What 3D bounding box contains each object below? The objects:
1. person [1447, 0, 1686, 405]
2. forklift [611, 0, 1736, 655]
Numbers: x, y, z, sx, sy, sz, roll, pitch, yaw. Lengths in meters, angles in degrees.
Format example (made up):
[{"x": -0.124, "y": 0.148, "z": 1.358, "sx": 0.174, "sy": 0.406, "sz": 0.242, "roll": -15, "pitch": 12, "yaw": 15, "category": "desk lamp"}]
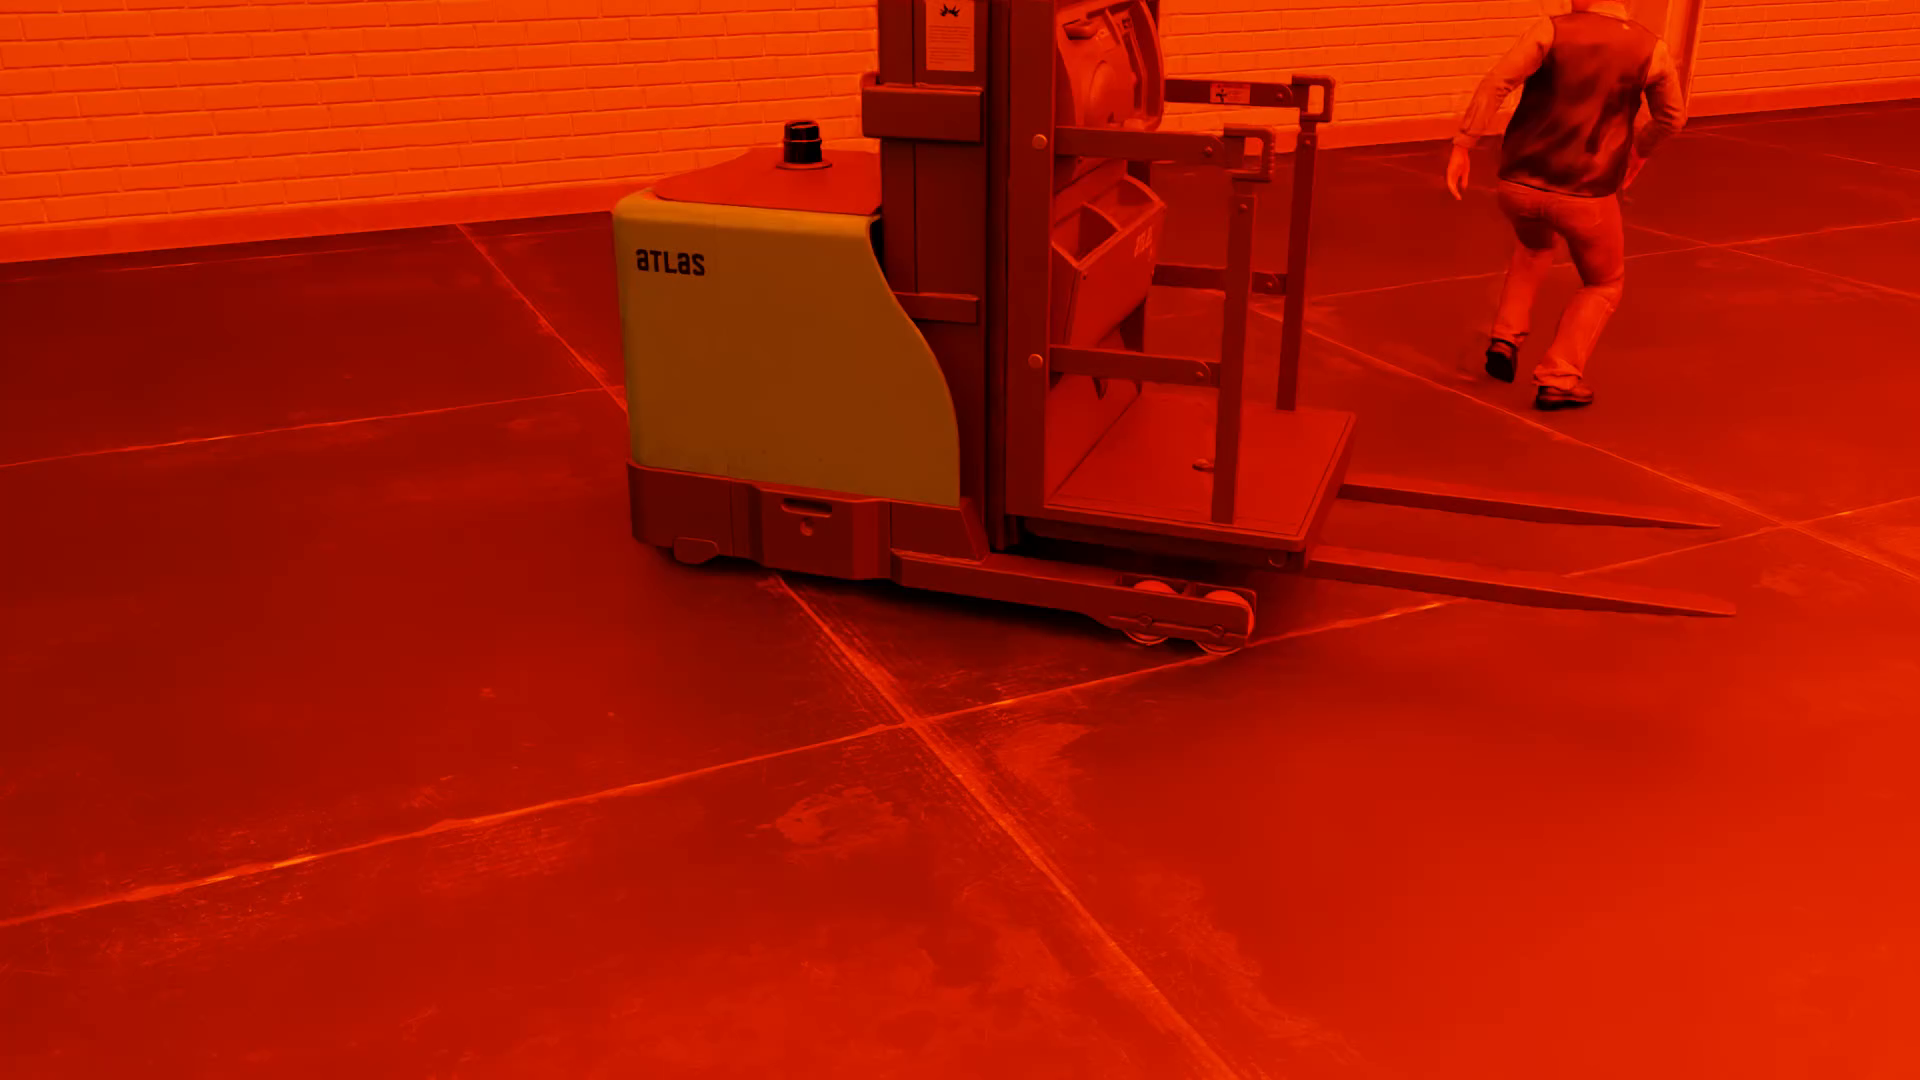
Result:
[{"x": 2.236, "y": -1.307, "z": 6.142, "sx": 0.699, "sy": 1.669, "sz": 0.707, "roll": 15, "pitch": 27, "yaw": 33, "category": "person"}, {"x": 0.593, "y": -1.280, "z": 4.367, "sx": 3.031, "sy": 2.935, "sz": 1.130, "roll": 8, "pitch": 24, "yaw": 18, "category": "forklift"}]
